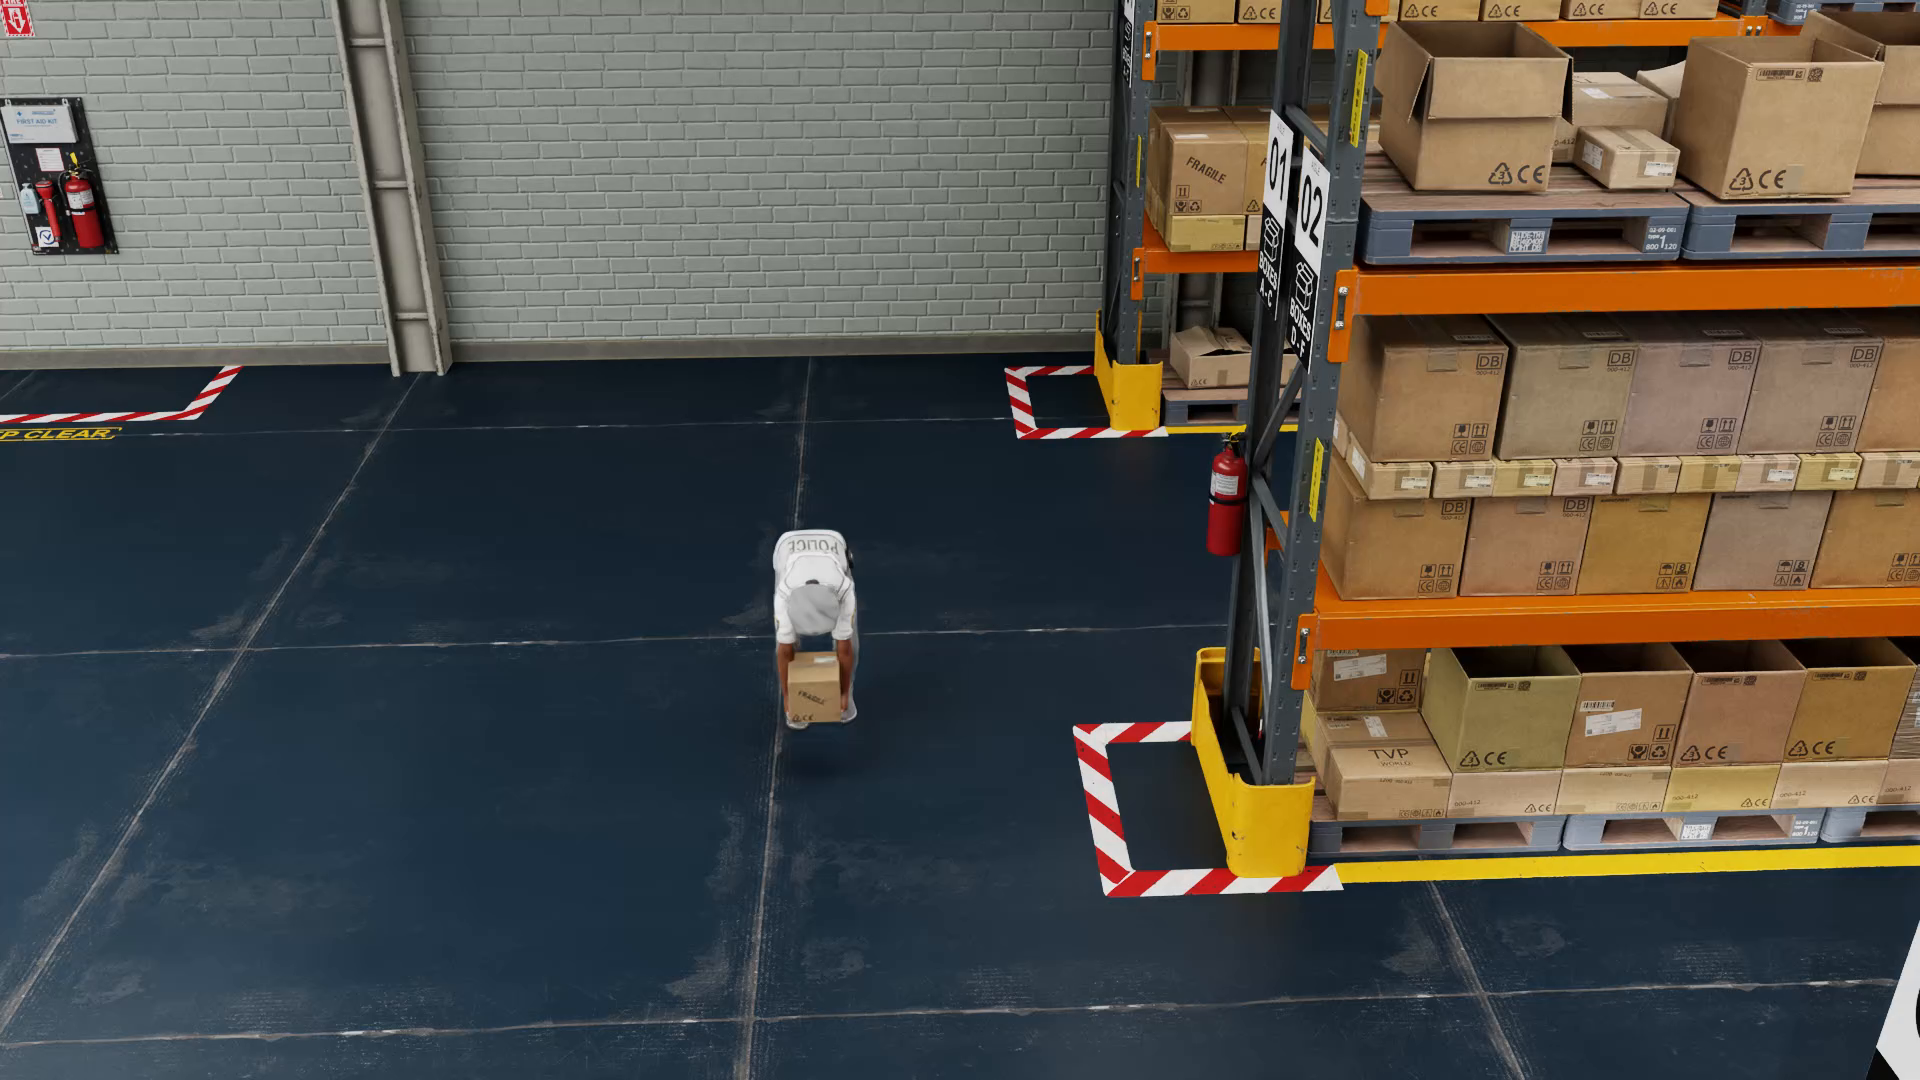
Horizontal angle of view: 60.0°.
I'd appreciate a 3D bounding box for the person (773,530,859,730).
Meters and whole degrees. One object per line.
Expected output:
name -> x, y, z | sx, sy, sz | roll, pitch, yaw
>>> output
person -> -0.712, 0.524, 8.275 | 0.423, 1.062, 0.942 | -2, 28, -4
